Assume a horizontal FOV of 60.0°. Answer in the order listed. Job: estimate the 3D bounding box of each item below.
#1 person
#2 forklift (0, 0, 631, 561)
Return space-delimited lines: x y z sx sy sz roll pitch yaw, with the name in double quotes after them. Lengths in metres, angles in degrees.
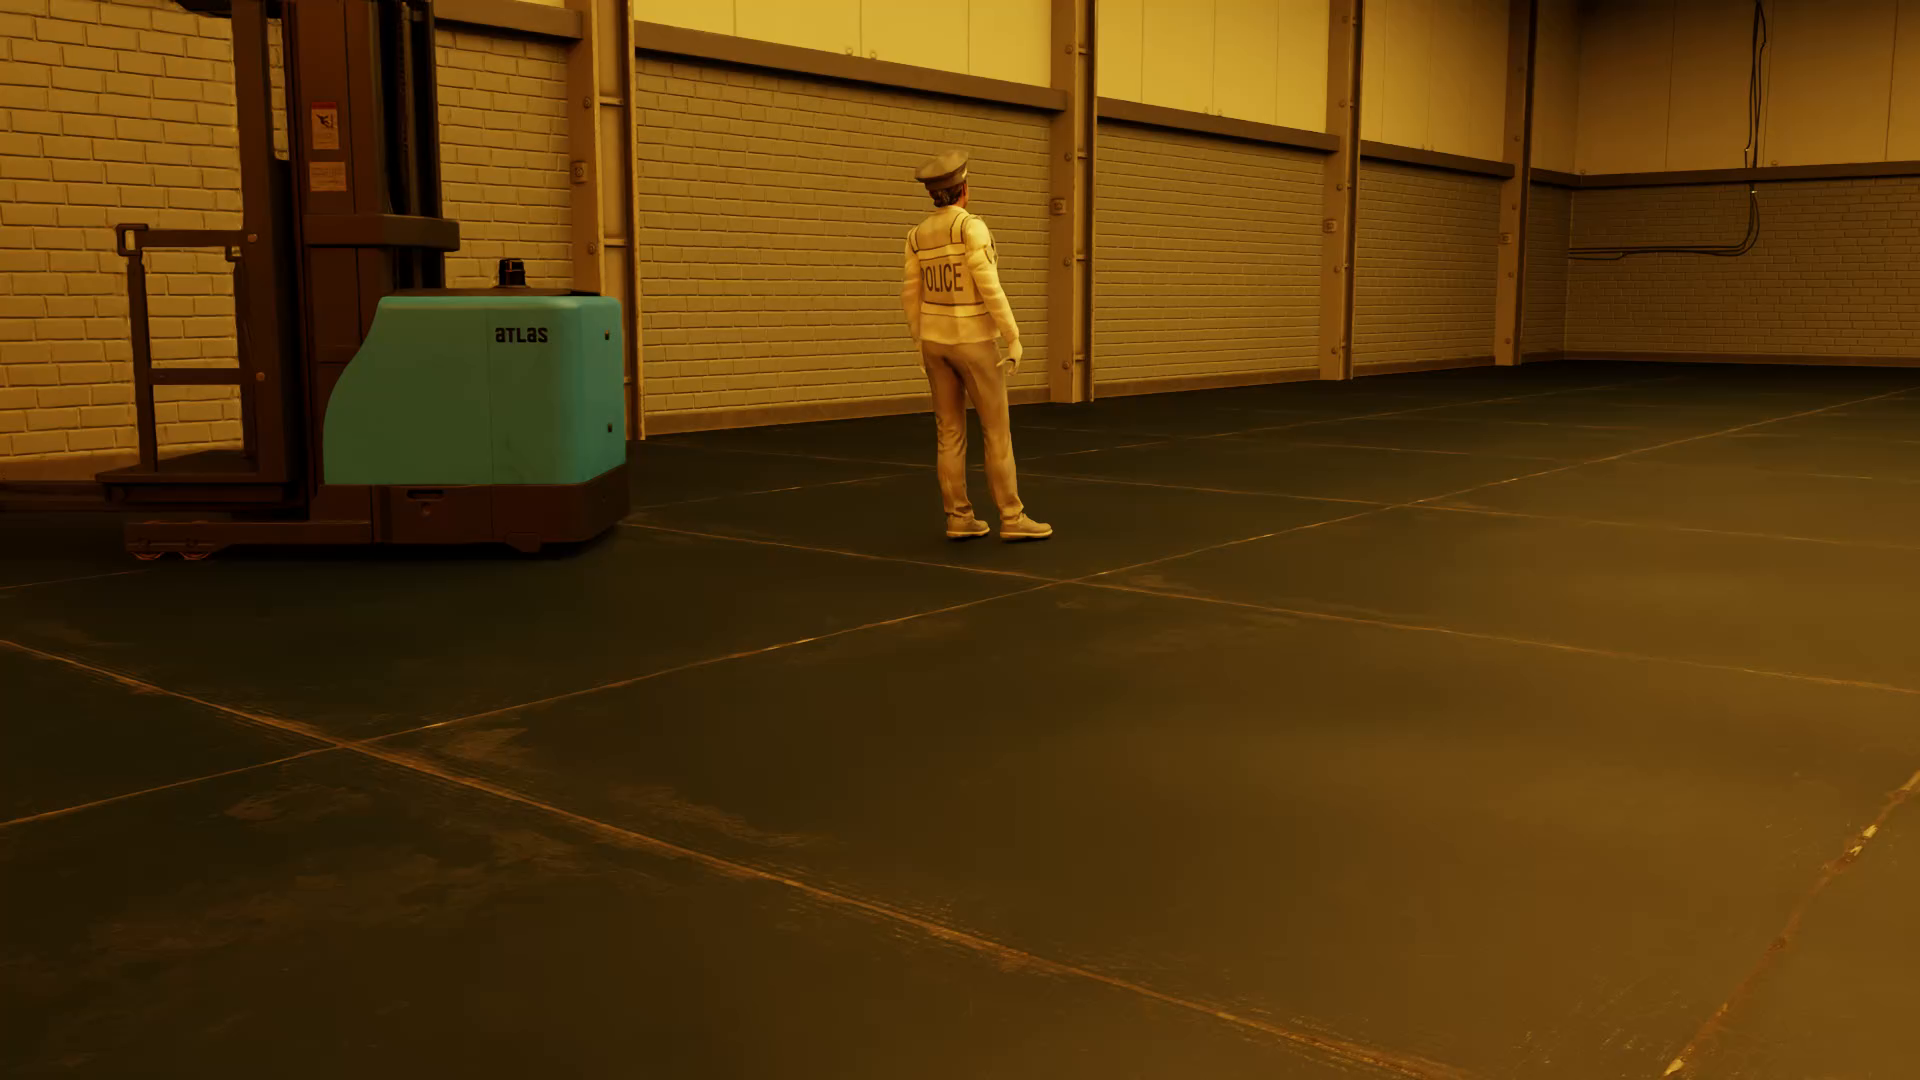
0.048 -0.853 7.329 0.586 1.694 0.531 7 11 38 "person"
-3.053 -1.443 7.140 3.031 2.935 1.130 0 8 0 "forklift"
